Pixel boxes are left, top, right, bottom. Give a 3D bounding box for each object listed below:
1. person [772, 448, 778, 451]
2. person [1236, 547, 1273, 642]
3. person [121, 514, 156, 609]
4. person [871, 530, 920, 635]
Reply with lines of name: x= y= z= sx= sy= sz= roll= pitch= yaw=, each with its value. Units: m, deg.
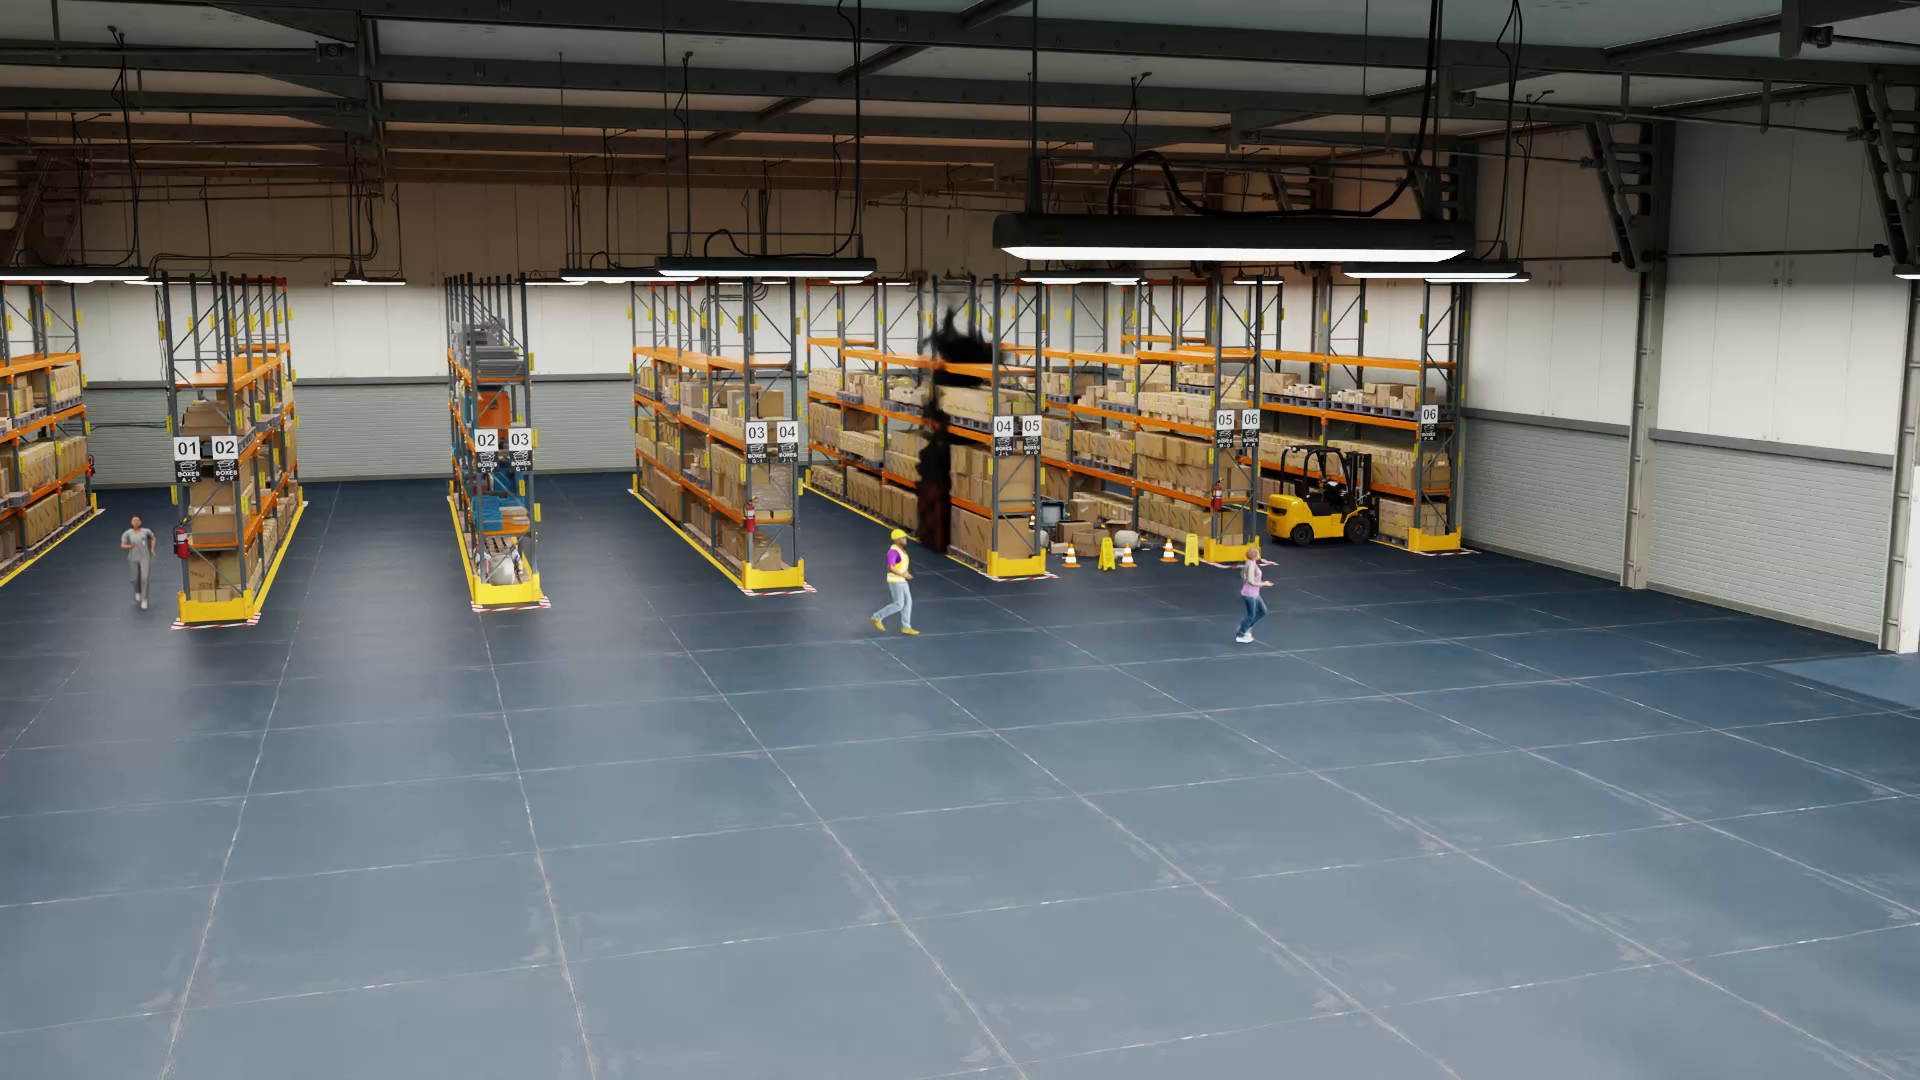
person: x=-5.040 y=-2.073 z=46.164 sx=0.565 sy=1.716 sz=0.827 roll=-3 pitch=9 yaw=-17
person: x=4.788 y=0.887 z=27.013 sx=0.582 sy=1.561 sz=0.529 roll=2 pitch=9 yaw=12
person: x=-14.819 y=0.358 z=30.028 sx=0.564 sy=1.653 sz=0.970 roll=-4 pitch=9 yaw=-23
person: x=-1.070 y=0.699 z=27.691 sx=0.800 sy=1.767 sz=0.725 roll=1 pitch=9 yaw=9
